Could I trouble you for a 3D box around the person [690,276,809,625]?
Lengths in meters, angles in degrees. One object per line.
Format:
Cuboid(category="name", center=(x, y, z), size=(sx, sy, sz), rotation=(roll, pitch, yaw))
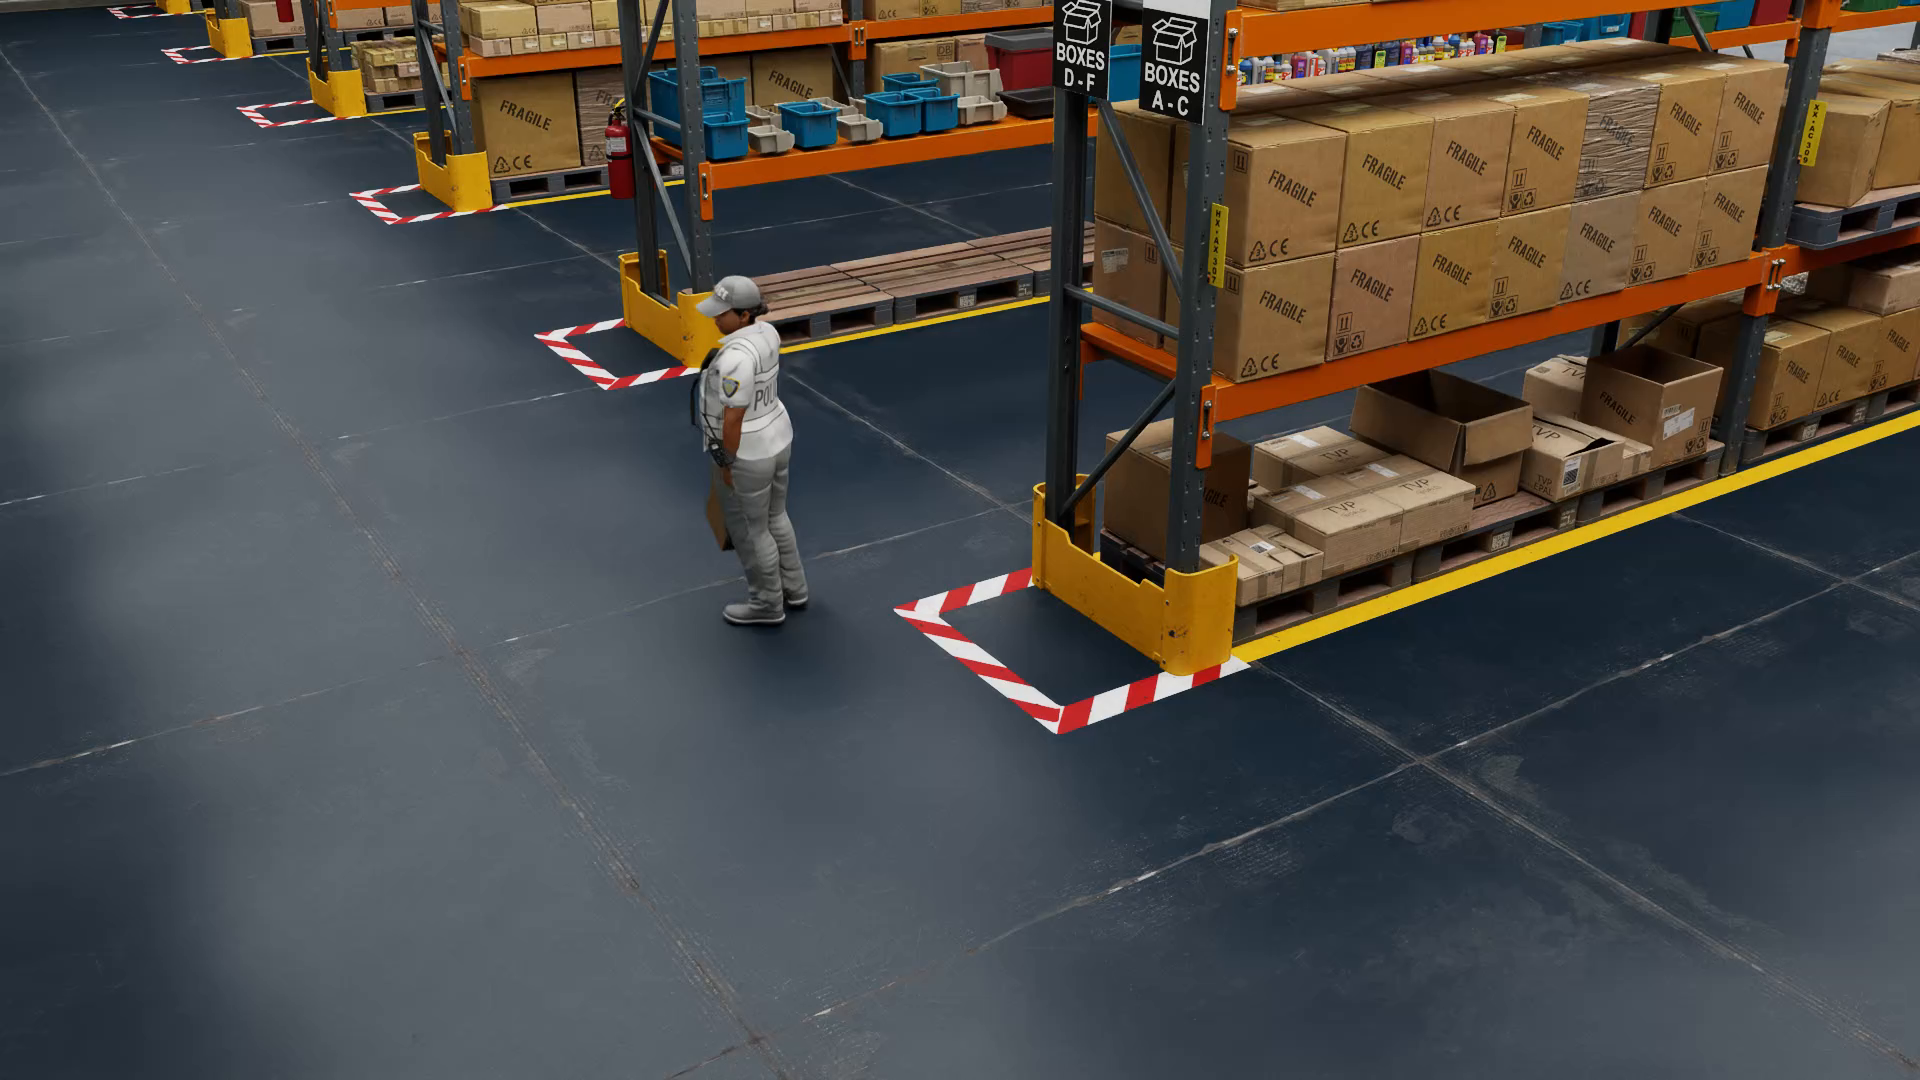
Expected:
Cuboid(category="person", center=(-0.933, -0.415, 7.567), size=(0.383, 1.670, 0.616), rotation=(8, 26, 16))
